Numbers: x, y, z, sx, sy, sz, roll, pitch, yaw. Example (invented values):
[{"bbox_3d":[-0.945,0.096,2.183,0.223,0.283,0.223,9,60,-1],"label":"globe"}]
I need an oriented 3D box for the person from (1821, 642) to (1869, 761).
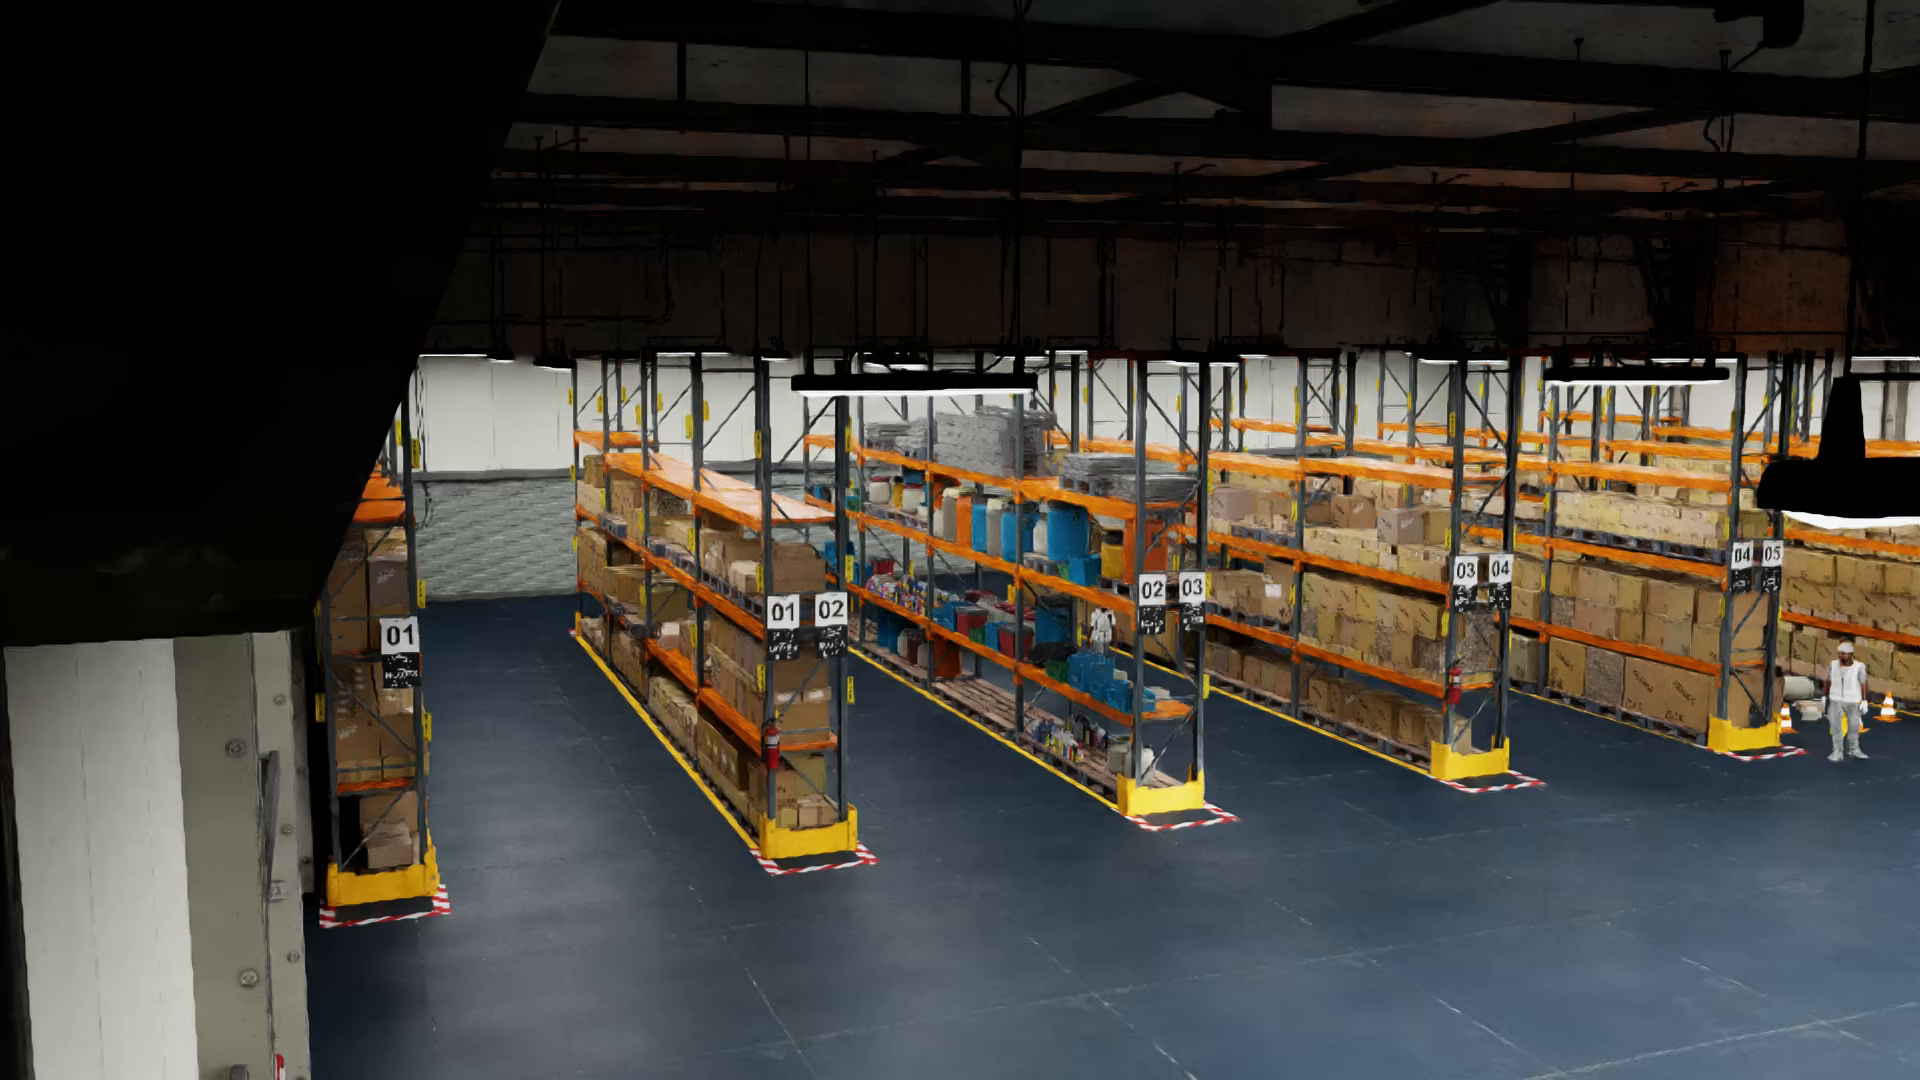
[{"bbox_3d":[13.178,2.387,24.760,0.639,1.779,0.557,6,9,39],"label":"person"}]

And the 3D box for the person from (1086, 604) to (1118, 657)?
[{"bbox_3d":[2.587,1.789,30.036,0.463,1.625,0.989,-3,8,-22],"label":"person"}]
